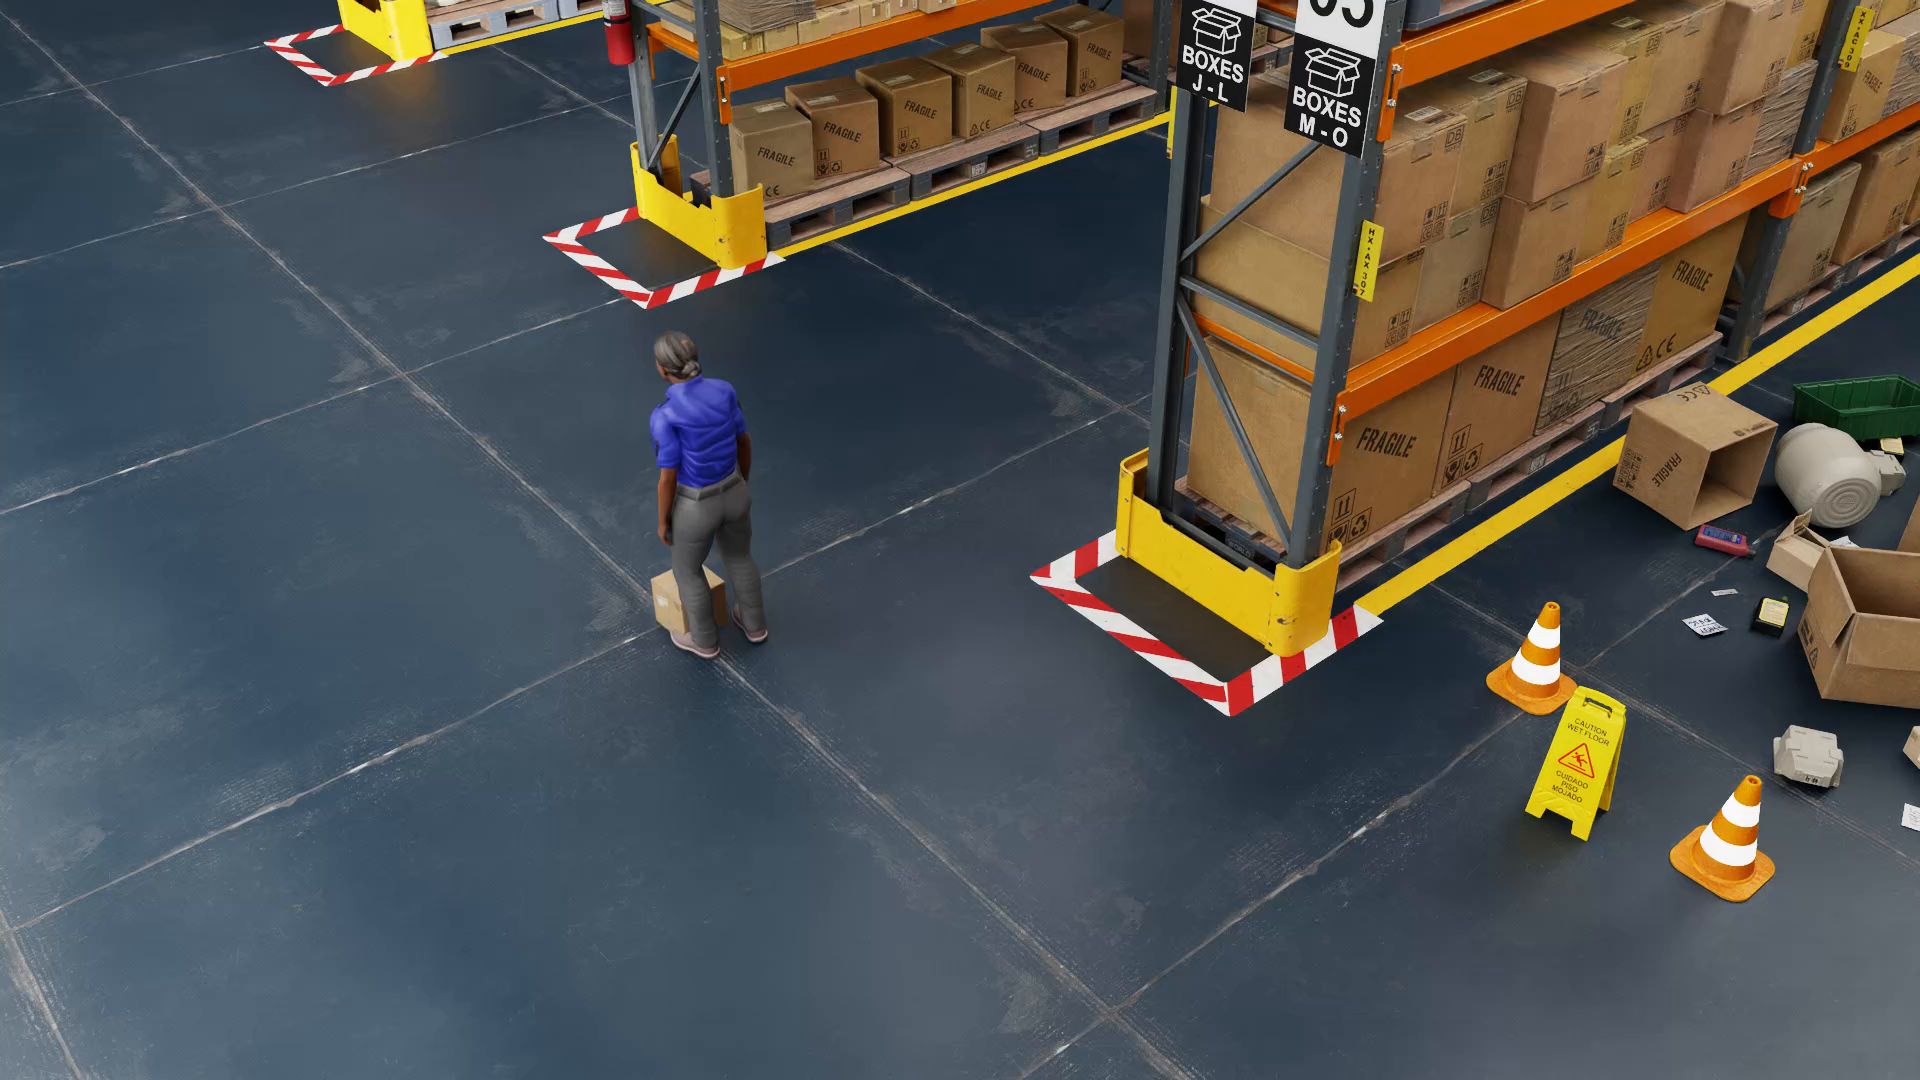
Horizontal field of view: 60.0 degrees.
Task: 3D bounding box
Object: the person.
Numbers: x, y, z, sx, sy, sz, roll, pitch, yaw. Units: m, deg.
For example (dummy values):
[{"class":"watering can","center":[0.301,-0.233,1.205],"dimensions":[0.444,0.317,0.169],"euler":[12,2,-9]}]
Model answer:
[{"class":"person","center":[-1.134,-0.186,7.337],"dimensions":[0.518,1.653,0.402],"euler":[-29,45,-33]}]
